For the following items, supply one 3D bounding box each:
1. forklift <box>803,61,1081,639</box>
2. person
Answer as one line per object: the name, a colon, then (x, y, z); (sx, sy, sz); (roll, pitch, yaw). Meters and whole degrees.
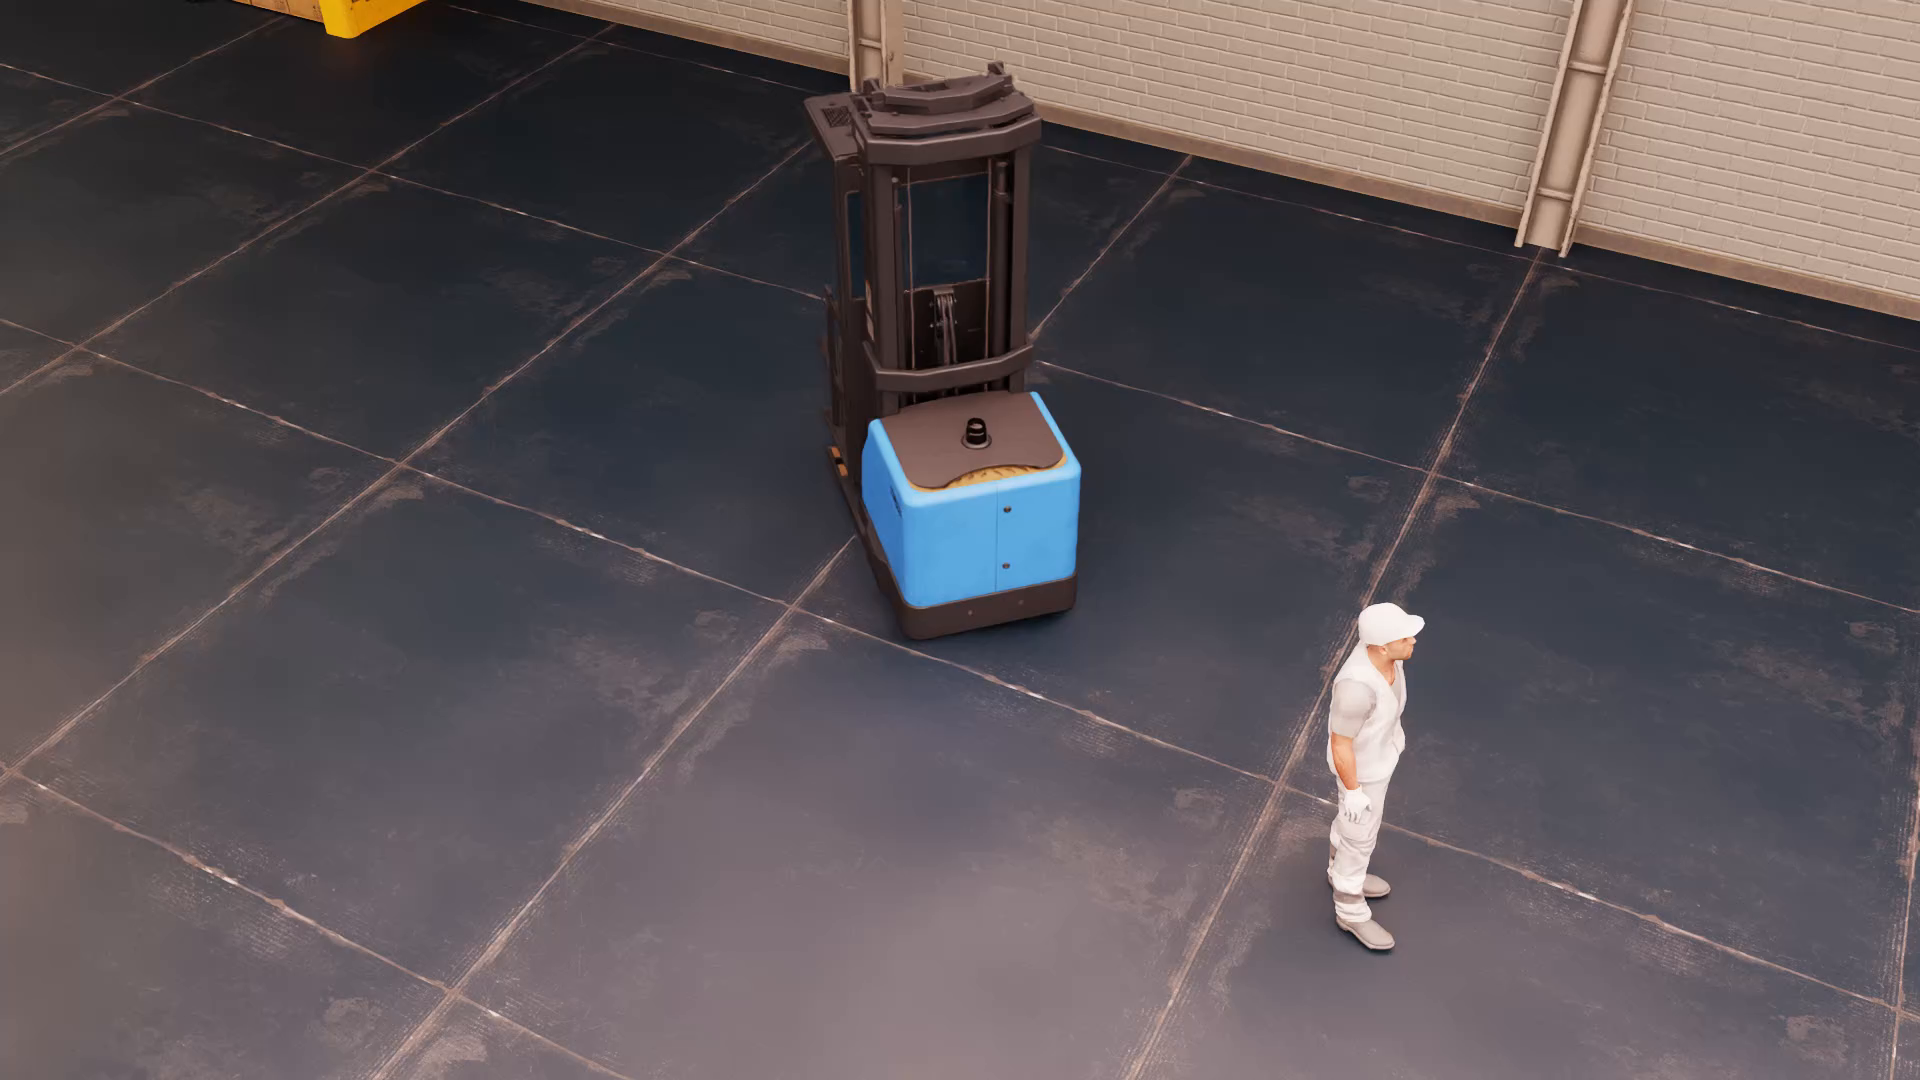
forklift: (-0.236, -1.513, 9.783); (1.130, 2.935, 3.031); (-11, 41, -13)
person: (1.938, 1.039, 7.628); (0.564, 1.787, 0.638); (19, 44, 21)
